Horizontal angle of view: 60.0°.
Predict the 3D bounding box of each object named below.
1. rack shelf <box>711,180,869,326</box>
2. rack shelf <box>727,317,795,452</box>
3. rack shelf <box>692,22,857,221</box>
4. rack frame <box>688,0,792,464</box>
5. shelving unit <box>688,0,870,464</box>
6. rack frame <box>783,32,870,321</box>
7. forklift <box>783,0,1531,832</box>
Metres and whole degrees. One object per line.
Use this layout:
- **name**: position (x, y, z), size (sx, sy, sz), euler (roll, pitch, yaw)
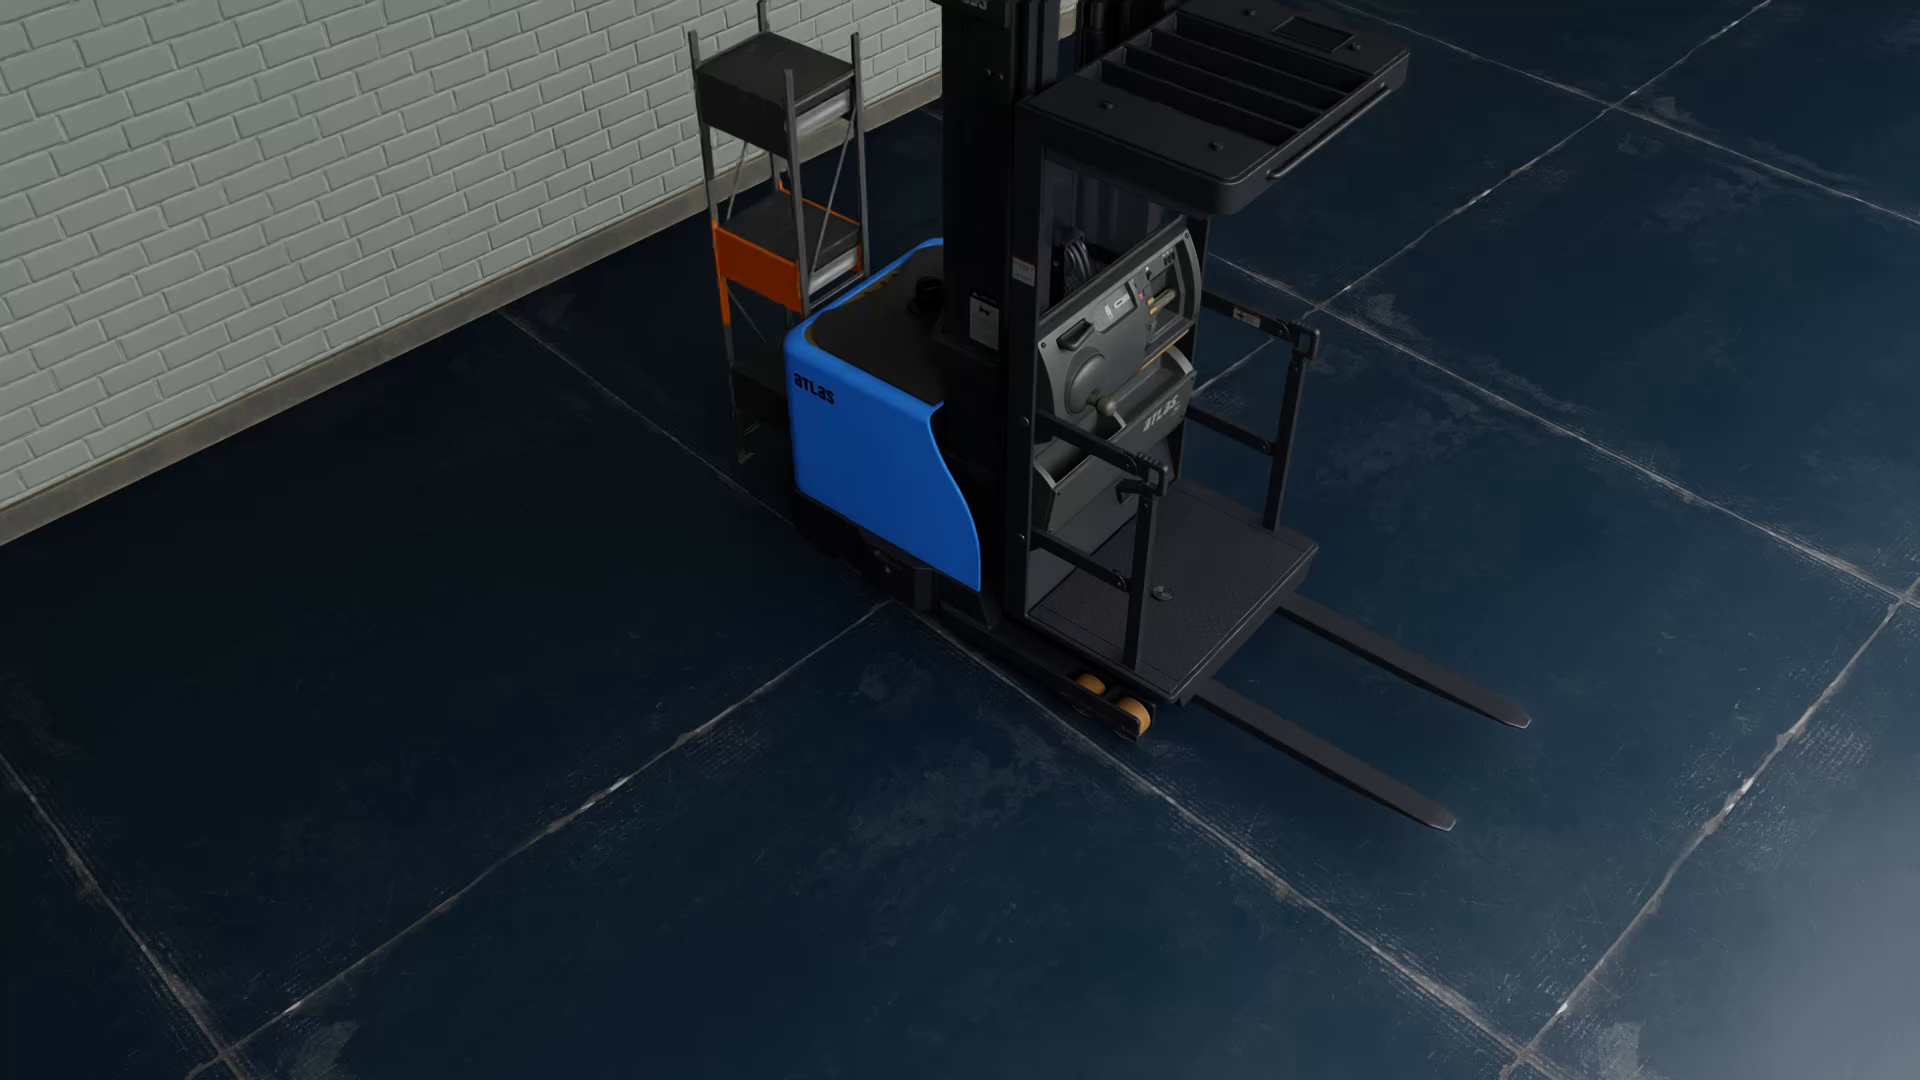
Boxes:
- **rack shelf**: position (-0.696, -1.113, 6.927), size (0.480, 0.518, 0.431), euler (29, 50, 28)
- **rack shelf**: position (-0.696, -0.599, 7.402), size (0.480, 0.518, 0.431), euler (29, 50, 28)
- **rack shelf**: position (-0.696, -1.627, 6.452), size (0.480, 0.518, 0.431), euler (29, 50, 28)
- **rack frame**: position (-0.885, -1.227, 7.031), size (0.015, 2.100, 0.400), euler (29, 50, 28)
- **shelving unit**: position (-0.696, -1.123, 6.918), size (0.503, 2.100, 0.431), euler (29, 50, 28)
- **rack frame**: position (-0.506, -1.018, 6.805), size (0.015, 2.100, 0.400), euler (29, 50, 28)
- **forklift**: position (0.746, -0.717, 5.866), size (3.031, 2.935, 1.130), euler (29, 50, 28)
